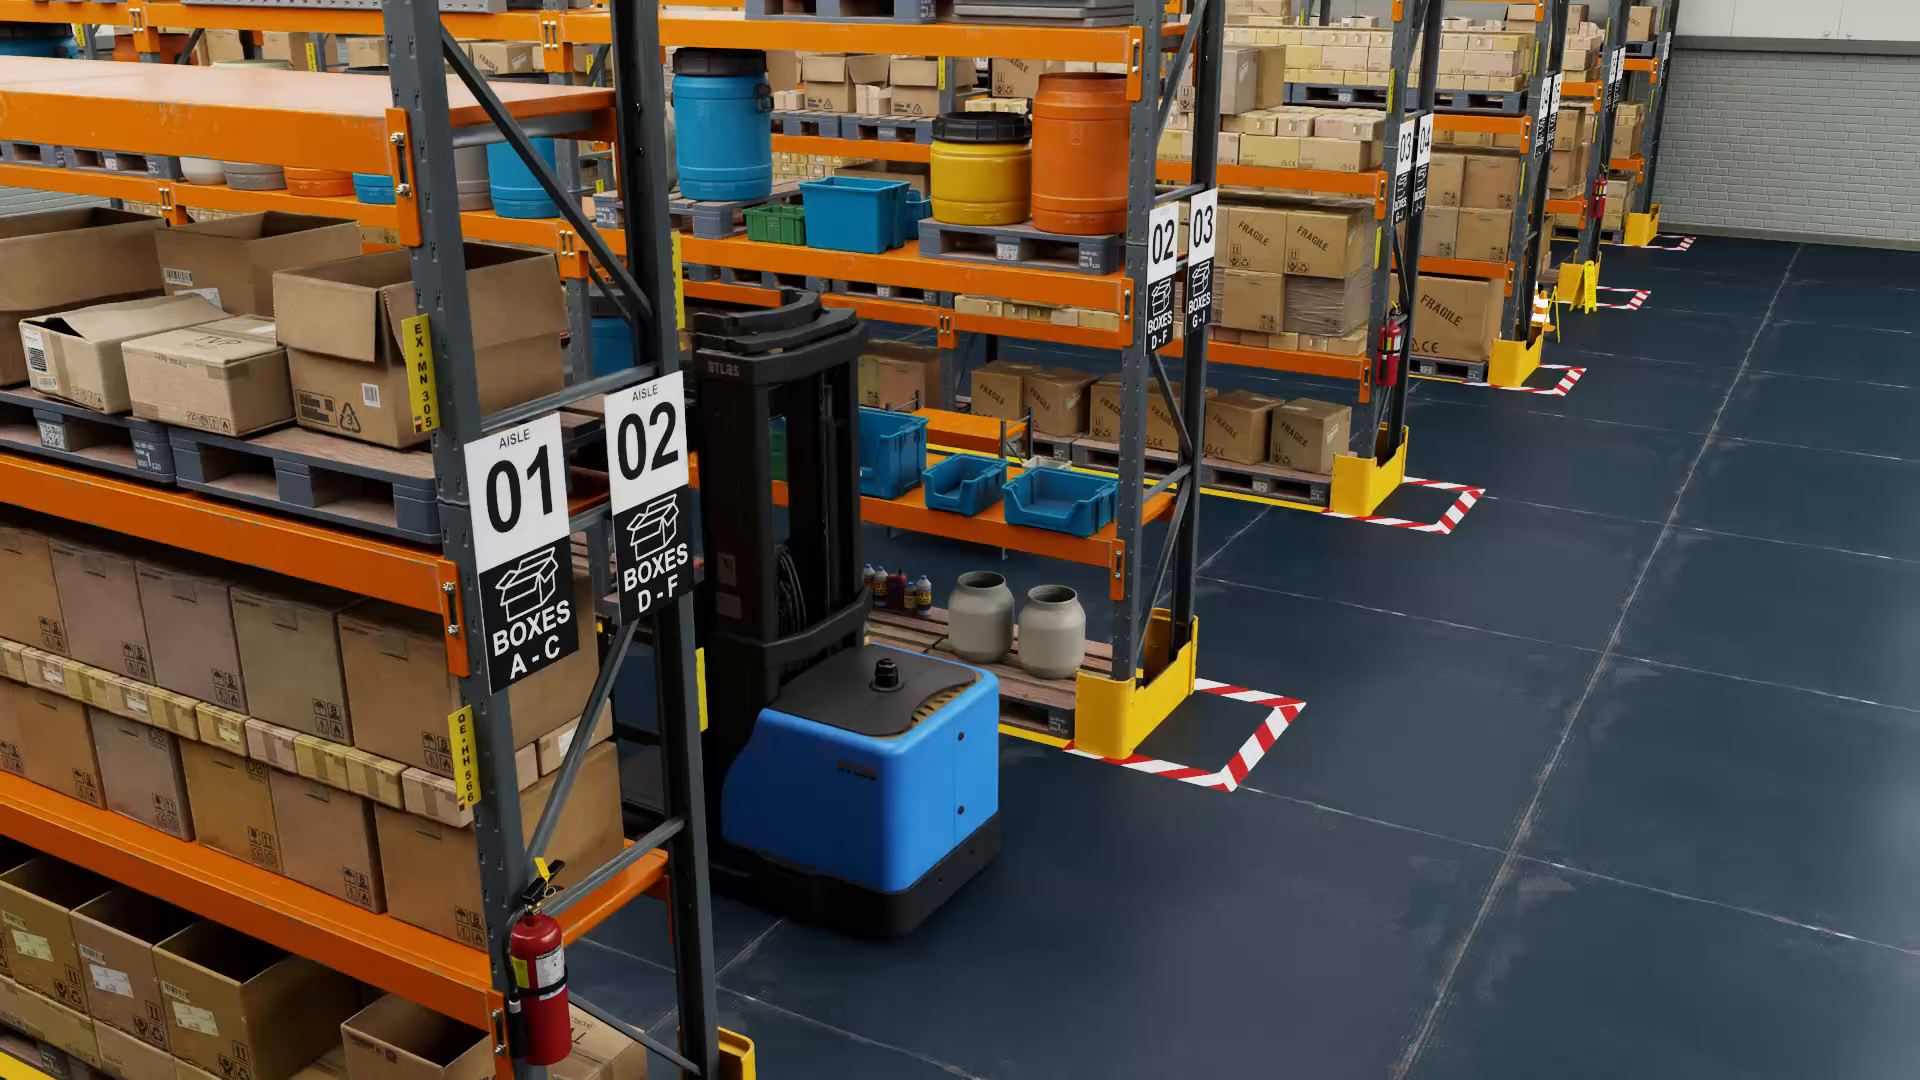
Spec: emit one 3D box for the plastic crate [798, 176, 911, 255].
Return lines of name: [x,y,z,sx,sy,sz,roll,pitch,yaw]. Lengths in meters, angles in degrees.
plastic crate: [-0.626,-1.940,9.940,0.575,0.384,0.392,11,23,27]

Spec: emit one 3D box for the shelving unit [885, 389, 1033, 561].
shelving unit: [-0.006,-0.530,13.176,1.048,1.125,0.538,11,23,27]

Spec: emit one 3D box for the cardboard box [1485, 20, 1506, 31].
cardboard box: [8.507,-8.133,26.422,0.258,0.266,0.396,10,22,26]

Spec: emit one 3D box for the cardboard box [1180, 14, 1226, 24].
cardboard box: [3.472,-7.394,23.821,0.500,0.250,0.500,11,23,28]

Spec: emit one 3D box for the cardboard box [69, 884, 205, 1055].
cardboard box: [-3.163,1.660,6.706,0.500,0.500,0.500,11,23,27]

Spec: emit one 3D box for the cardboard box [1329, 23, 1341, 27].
cardboard box: [6.251,-8.507,27.626,0.250,0.149,0.380,11,23,27]

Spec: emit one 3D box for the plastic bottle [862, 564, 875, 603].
plastic bottle: [-0.632,0.298,11.502,0.097,0.271,0.097,0,20,0]

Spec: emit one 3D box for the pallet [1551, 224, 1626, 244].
pallet: [10.163,-5.017,26.886,1.213,0.211,1.003,11,23,27]

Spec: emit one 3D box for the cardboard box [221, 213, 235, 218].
cardboard box: [-8.645,-3.872,20.008,0.250,0.149,0.380,11,23,28]

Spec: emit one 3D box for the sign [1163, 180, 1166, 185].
sign: [2.360,-4.254,19.111,0.005,0.325,0.100,11,23,27]

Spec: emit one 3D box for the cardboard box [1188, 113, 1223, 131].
cardboard box: [2.074,-3.484,13.806,0.250,0.149,0.380,10,22,25]

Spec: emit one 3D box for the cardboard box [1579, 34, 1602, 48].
cardboard box: [8.223,-6.522,21.745,0.250,0.149,0.380,11,22,27]

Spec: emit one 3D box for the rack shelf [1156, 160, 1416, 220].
rack shelf: [1.855,-3.189,14.414,4.000,0.370,1.077,11,23,27]

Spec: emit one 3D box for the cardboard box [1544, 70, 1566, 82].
cardboard box: [7.753,-6.035,21.572,0.250,0.149,0.380,11,23,28]

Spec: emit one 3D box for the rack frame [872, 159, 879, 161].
rack frame: [-0.876,-4.575,21.578,0.127,3.000,1.000,11,23,27]

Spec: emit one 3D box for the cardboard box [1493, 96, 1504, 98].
cardboard box: [8.888,-7.184,27.238,0.250,0.149,0.380,11,22,27]

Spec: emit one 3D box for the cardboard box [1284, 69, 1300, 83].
cardboard box: [3.657,-5.116,18.276,0.250,0.149,0.380,10,22,26]

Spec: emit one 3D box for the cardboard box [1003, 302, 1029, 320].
cardboard box: [0.594,-2.128,15.200,0.250,0.149,0.380,11,23,27]

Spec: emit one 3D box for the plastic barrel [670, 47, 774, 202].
plastic barrel: [-1.490,-2.621,10.442,0.708,0.901,0.600,11,23,27]

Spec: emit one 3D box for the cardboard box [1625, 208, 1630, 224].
cardboard box: [10.518,-5.258,26.878,0.500,0.250,0.500,11,23,28]

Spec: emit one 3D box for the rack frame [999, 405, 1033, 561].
rack frame: [0.438,-0.445,12.943,0.032,1.125,0.500,11,23,27]

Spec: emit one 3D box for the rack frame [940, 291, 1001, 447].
rack frame: [0.109,-2.450,15.720,0.127,3.000,1.000,11,23,27]

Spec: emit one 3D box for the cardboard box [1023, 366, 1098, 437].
cardboard box: [0.942,-1.301,15.602,0.500,0.500,0.500,-17,26,-39]

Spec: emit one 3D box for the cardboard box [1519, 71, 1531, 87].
cardboard box: [5.965,-4.933,17.774,0.250,0.149,0.380,11,23,28]

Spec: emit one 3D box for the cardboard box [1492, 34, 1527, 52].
cardboard box: [5.648,-5.111,17.093,0.250,0.149,0.380,11,23,28]

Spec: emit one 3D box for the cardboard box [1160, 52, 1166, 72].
cardboard box: [2.211,-5.676,19.649,0.396,0.266,0.258,10,22,26]

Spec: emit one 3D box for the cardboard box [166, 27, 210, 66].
cardboard box: [-8.980,-5.875,19.856,0.500,0.500,0.700,9,22,24]

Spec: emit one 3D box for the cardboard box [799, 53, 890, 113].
cardboard box: [-1.076,-4.370,15.847,0.637,0.503,0.797,12,23,29]

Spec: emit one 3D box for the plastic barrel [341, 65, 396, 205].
plastic barrel: [-3.998,-2.859,11.713,0.708,0.901,0.600,11,23,27]

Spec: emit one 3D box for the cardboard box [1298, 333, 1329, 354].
cardboard box: [3.033,-1.694,14.005,0.250,0.149,0.380,11,23,27]

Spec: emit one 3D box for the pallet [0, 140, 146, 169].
pallet: [-7.567,-3.338,14.047,1.213,0.211,1.003,11,23,27]

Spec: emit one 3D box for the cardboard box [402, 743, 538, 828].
cardboard box: [-1.660,0.805,5.649,0.250,0.149,0.380,10,22,26]

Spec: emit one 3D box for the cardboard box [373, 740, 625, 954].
cardboard box: [-1.635,1.035,5.965,0.500,0.500,0.700,11,23,27]

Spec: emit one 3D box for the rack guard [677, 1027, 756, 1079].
rack guard: [-1.213,2.343,6.173,0.348,0.500,1.175,11,23,27]

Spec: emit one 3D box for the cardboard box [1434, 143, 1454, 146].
cardboard box: [6.522,-5.189,22.688,0.500,0.500,0.500,11,23,28]

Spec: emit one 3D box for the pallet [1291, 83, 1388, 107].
pallet: [4.386,-4.936,18.304,1.213,0.211,1.003,11,23,27]

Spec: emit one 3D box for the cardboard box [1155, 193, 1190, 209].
cardboard box: [1.693,-2.710,14.389,0.500,0.500,0.500,11,23,27]

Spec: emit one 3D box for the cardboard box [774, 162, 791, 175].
cardboard box: [-2.212,-4.869,21.706,0.250,0.149,0.380,11,23,27]

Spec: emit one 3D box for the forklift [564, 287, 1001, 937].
forklift: [-1.316,0.179,8.574,3.031,2.935,1.130,12,23,29]

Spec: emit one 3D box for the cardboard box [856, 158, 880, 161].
cardboard box: [-1.189,-5.069,21.821,0.250,0.149,0.380,11,23,27]

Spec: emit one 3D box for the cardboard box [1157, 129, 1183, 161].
cardboard box: [1.734,-3.381,14.108,0.500,0.250,0.500,10,22,26]

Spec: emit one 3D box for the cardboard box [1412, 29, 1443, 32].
cardboard box: [5.085,-5.475,18.098,0.250,0.149,0.380,10,22,26]

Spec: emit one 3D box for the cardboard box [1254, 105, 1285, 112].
cardboard box: [2.600,-3.612,14.159,0.250,0.149,0.380,11,23,27]

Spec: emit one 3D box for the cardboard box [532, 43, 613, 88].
cardboard box: [-3.951,-4.851,17.174,0.637,0.503,0.797,12,23,30]

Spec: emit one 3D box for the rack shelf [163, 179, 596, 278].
rack shelf: [-4.053,-2.380,12.183,4.000,0.370,1.077,11,23,27]

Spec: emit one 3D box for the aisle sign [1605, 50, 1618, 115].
aisle sign: [8.347,-5.860,21.310,0.004,0.787,0.394,11,23,27]

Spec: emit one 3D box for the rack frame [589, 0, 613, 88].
rack frame: [-3.383,-5.935,16.531,0.127,3.000,1.000,11,23,27]

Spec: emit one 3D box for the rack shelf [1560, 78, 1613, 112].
rack shelf: [6.688,-6.139,22.547,4.000,0.370,1.077,11,23,27]

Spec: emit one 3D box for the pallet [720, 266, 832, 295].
pallet: [-1.635,-2.708,16.713,1.213,0.211,1.003,11,23,27]

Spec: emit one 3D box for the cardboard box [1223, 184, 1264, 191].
cardboard box: [3.458,-4.359,19.181,0.550,0.550,0.875,11,23,27]

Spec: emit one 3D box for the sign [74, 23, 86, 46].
sign: [-10.643,-6.139,20.095,0.005,0.325,0.100,11,23,27]

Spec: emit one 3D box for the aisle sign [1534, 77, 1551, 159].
aisle sign: [6.024,-4.365,17.189,0.004,0.787,0.394,11,23,27]

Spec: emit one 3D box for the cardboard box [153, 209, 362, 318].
cardboard box: [-2.550,-0.914,6.120,0.500,0.500,0.500,11,23,27]

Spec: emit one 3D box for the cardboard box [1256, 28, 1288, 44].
cardboard box: [3.434,-5.533,18.257,0.250,0.149,0.380,10,22,26]

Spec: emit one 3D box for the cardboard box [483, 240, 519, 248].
cardboard box: [-4.822,-3.340,18.029,0.500,0.500,0.500,10,22,26]
